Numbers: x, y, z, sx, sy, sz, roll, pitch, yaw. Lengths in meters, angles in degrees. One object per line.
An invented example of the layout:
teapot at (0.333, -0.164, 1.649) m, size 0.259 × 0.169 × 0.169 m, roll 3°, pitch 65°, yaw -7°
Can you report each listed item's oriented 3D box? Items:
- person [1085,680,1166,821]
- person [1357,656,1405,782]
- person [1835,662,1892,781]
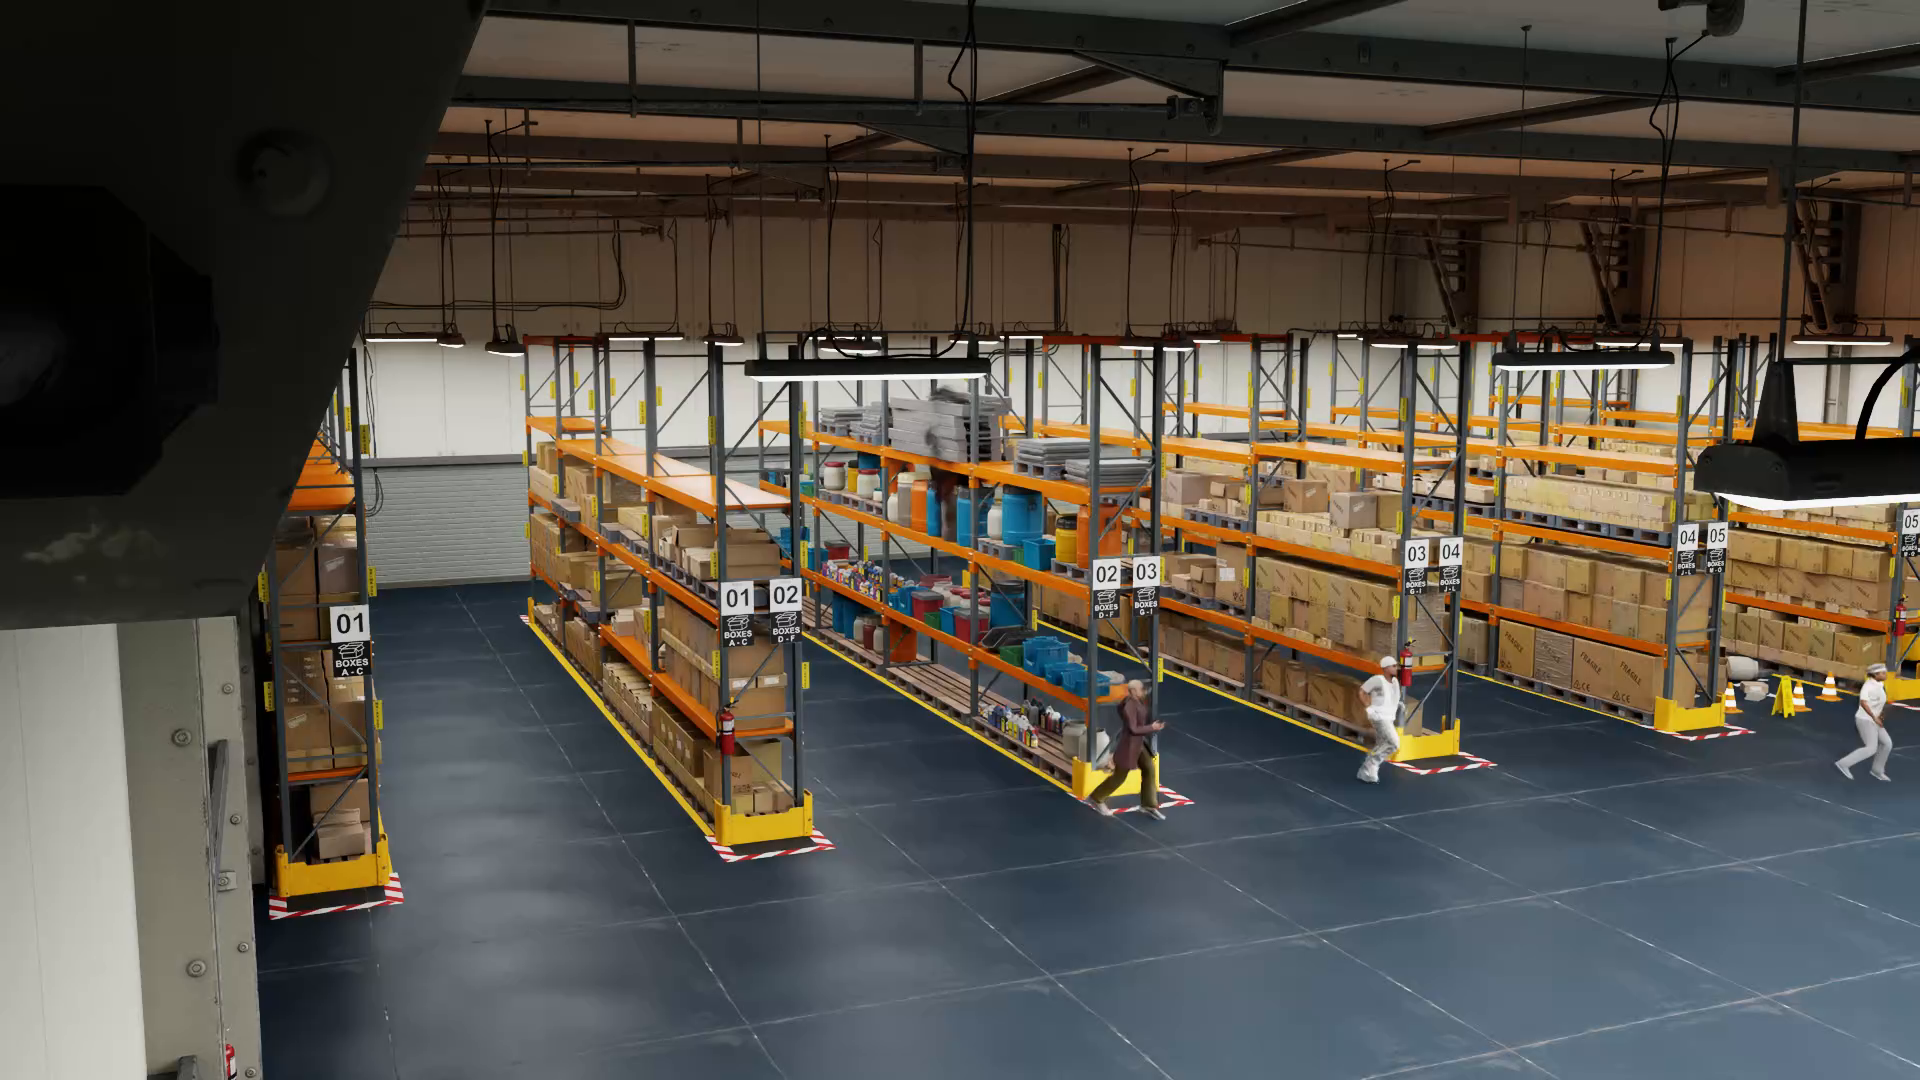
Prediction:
person at (2.118, 2.664, 21.087) m, size 1.001 × 1.816 × 0.728 m, roll 2°, pitch 8°, yaw 17°
person at (5.837, 2.451, 22.809) m, size 0.593 × 1.704 × 0.708 m, roll 6°, pitch 10°, yaw 39°
person at (12.471, 2.509, 22.849) m, size 0.671 × 1.695 × 0.809 m, roll 5°, pitch 9°, yaw 32°
